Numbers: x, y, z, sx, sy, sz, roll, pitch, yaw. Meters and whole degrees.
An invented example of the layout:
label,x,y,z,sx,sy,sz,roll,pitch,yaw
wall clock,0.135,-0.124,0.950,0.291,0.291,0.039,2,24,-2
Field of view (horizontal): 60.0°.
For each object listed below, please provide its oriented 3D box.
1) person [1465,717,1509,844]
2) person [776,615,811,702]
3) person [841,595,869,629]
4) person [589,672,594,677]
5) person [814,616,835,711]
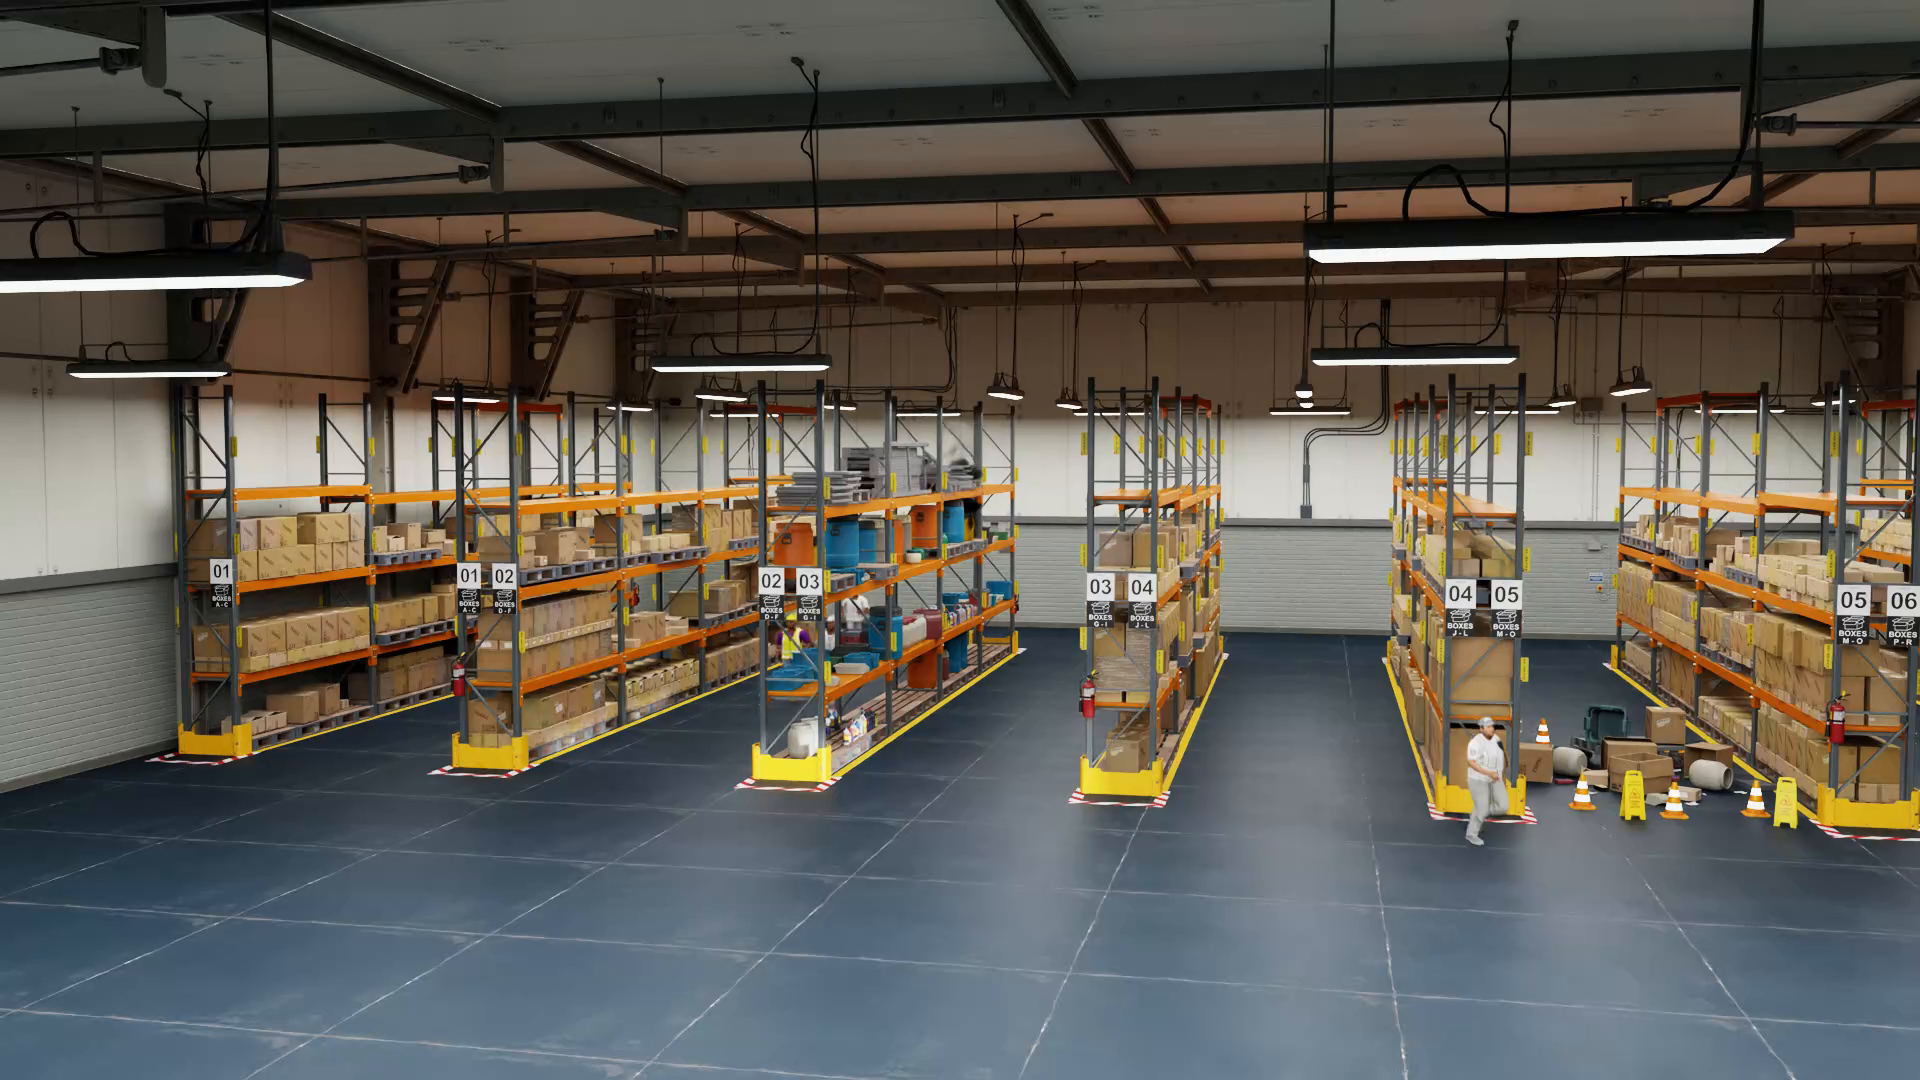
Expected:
label,x,y,z,sx,sy,sz,roll,pitch,yaw
person,6.655,3.026,20.920,0.626,1.624,0.609,-1,3,-24
person,-3.279,2.318,32.444,0.674,1.721,0.569,1,3,10
person,-2.495,1.931,39.262,0.676,1.787,0.722,0,3,0
person,-7.313,2.364,32.906,0.500,1.577,0.650,1,3,11
person,-2.443,2.325,31.591,0.690,1.759,1.004,1,3,11
